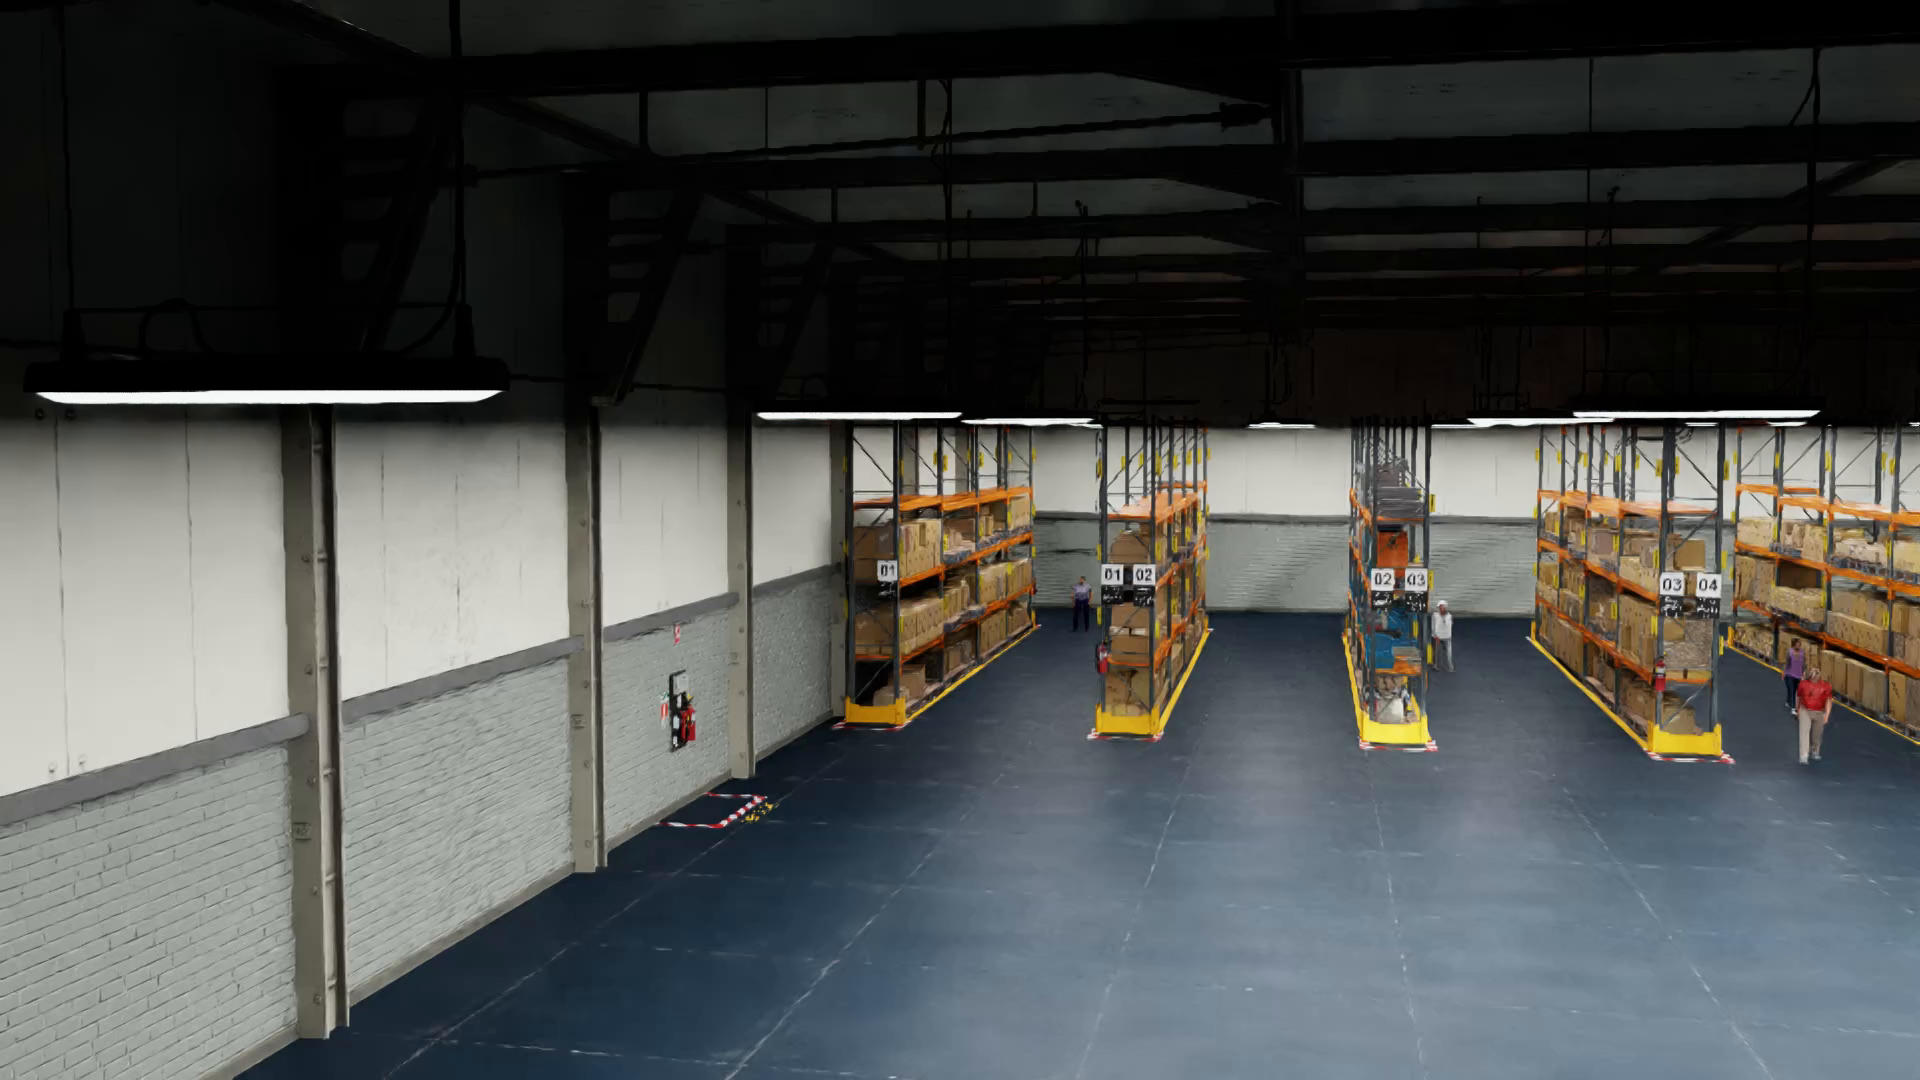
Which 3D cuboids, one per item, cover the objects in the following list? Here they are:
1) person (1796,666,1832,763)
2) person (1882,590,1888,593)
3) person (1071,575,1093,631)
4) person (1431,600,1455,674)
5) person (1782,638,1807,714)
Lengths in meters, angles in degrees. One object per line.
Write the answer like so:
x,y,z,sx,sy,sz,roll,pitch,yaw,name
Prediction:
14.637,2.978,28.501,0.533,1.658,1.031,1,4,21,person
23.196,2.088,41.800,0.574,1.665,0.589,2,4,24,person
3.465,1.787,47.282,0.625,1.596,0.517,1,4,9,person
11.313,2.256,39.062,0.538,1.715,1.029,0,4,3,person
16.846,2.716,33.545,0.415,1.517,1.041,1,4,9,person
